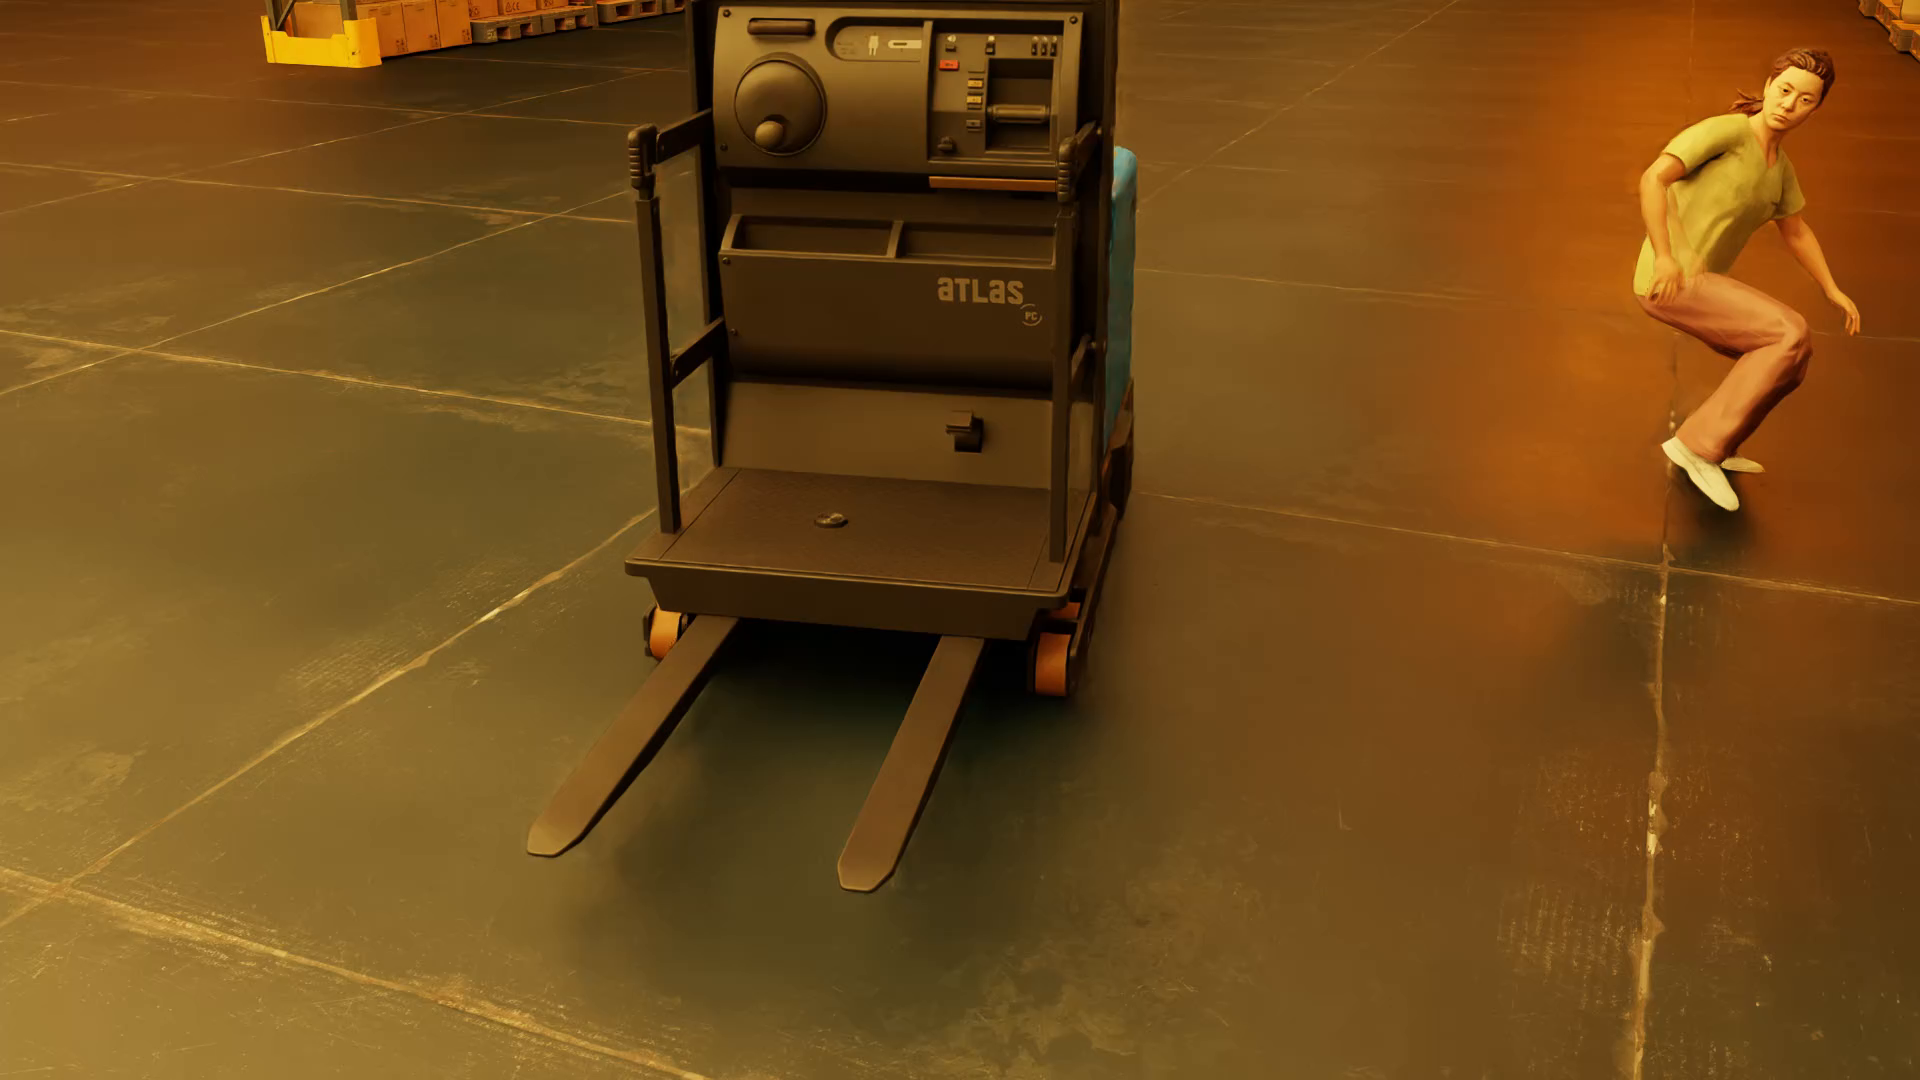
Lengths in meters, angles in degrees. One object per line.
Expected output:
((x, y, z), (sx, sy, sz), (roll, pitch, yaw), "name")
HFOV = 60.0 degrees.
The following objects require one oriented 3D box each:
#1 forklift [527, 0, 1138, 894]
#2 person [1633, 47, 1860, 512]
((-0.199, -1.111, 3.949), (1.130, 2.935, 3.031), (4, 23, 10), "forklift")
((2.450, -0.797, 5.219), (0.585, 1.442, 0.719), (21, 30, 40), "person")
